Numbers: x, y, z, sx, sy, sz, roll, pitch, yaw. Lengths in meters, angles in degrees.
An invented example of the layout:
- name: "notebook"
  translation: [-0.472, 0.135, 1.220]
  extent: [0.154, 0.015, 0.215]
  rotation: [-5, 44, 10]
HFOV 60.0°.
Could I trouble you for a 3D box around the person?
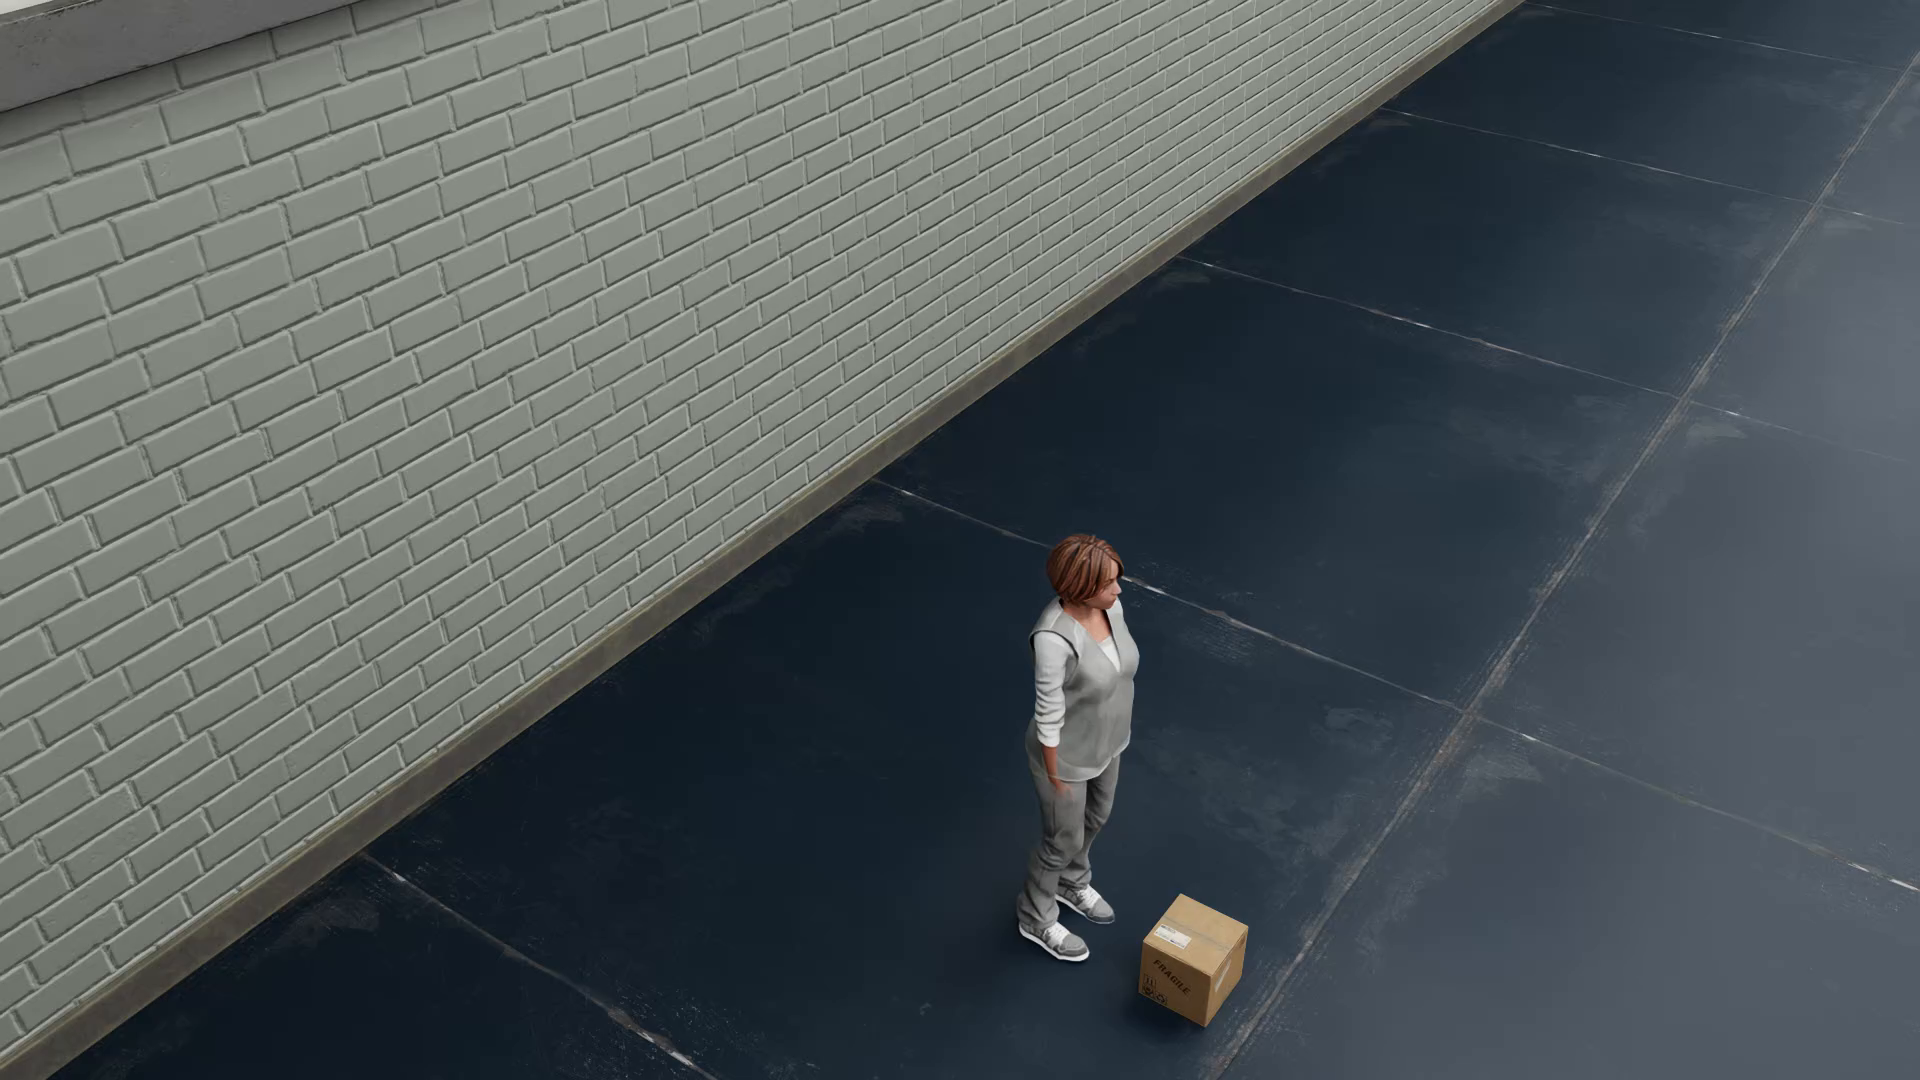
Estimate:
- name: "person"
  translation: [0.373, 0.658, 5.233]
  extent: [0.308, 1.617, 0.407]
  rotation: [23, 41, 29]
